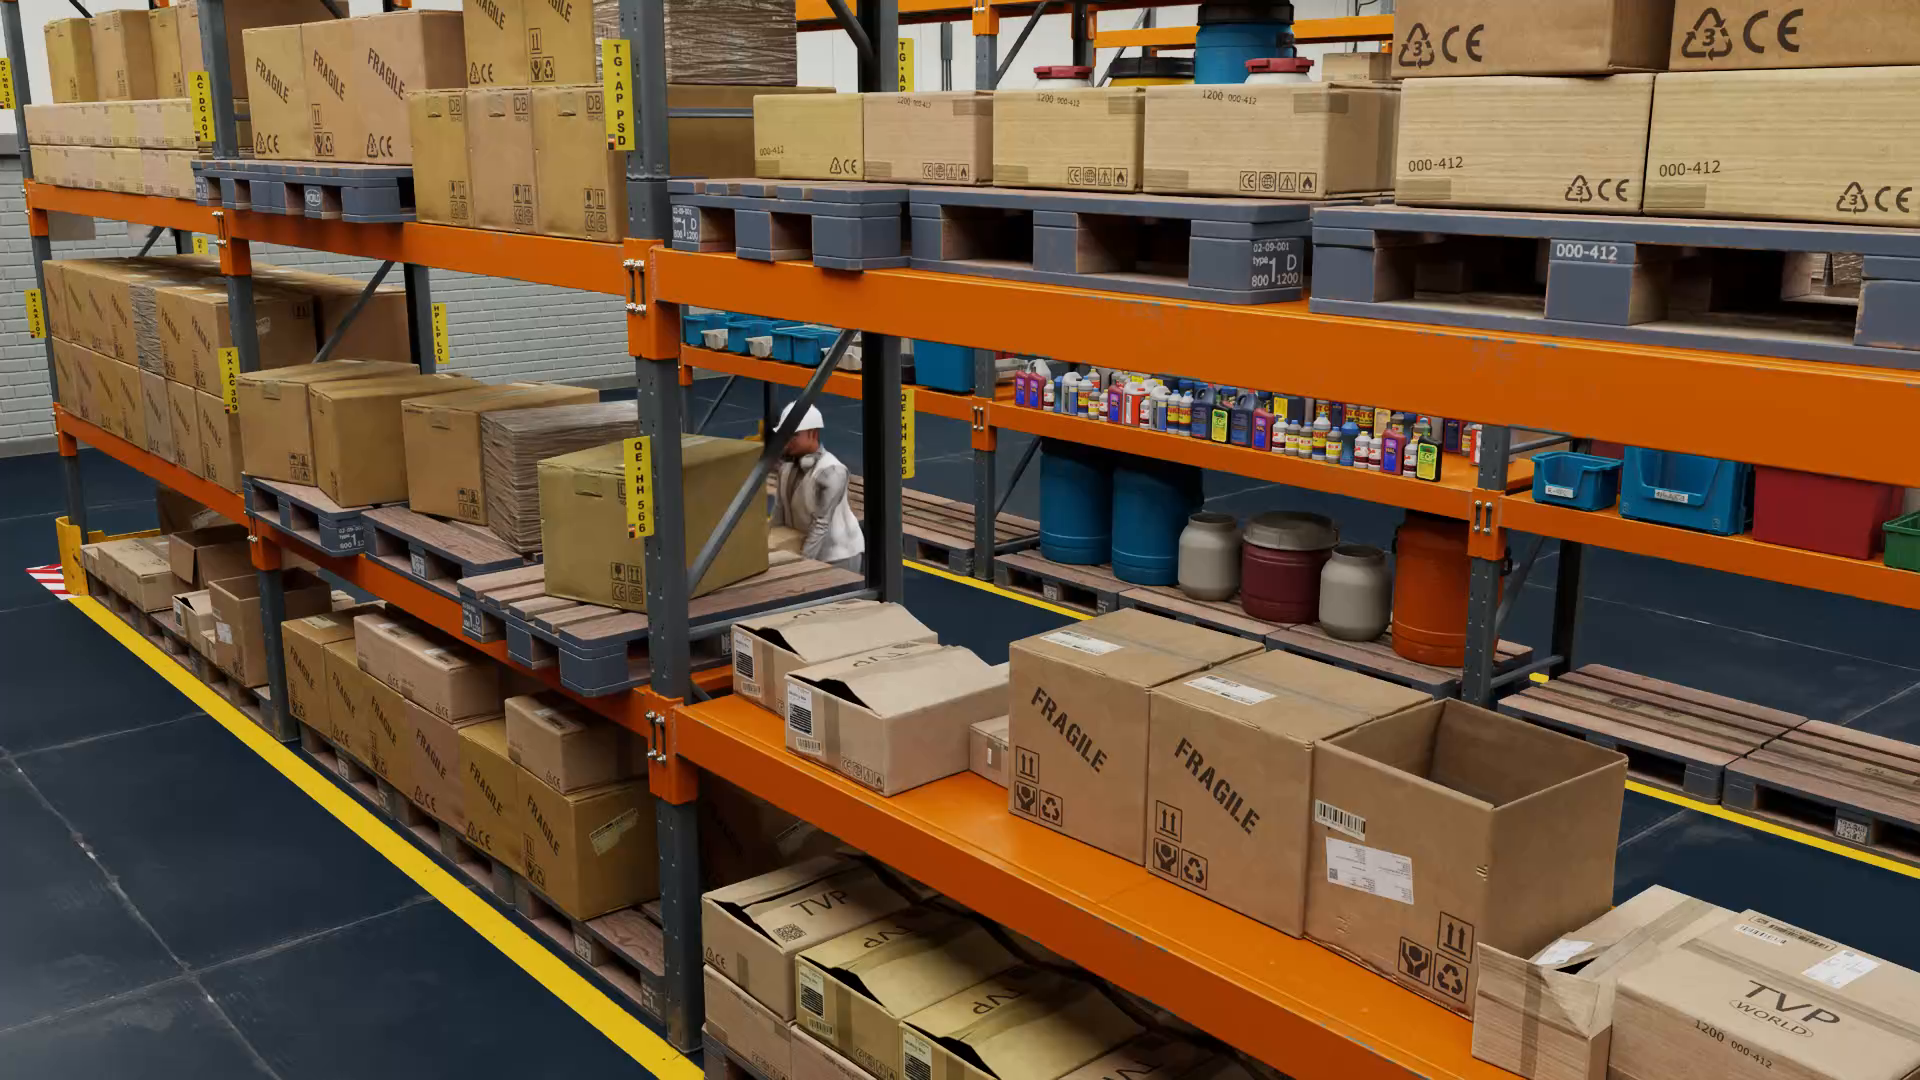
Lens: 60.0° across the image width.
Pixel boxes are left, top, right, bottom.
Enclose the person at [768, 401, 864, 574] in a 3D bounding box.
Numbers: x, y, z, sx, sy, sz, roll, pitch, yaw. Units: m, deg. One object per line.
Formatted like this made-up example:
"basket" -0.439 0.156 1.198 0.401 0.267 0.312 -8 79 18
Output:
"person" -0.814 0.104 9.075 0.582 1.756 0.484 -12 19 -41
